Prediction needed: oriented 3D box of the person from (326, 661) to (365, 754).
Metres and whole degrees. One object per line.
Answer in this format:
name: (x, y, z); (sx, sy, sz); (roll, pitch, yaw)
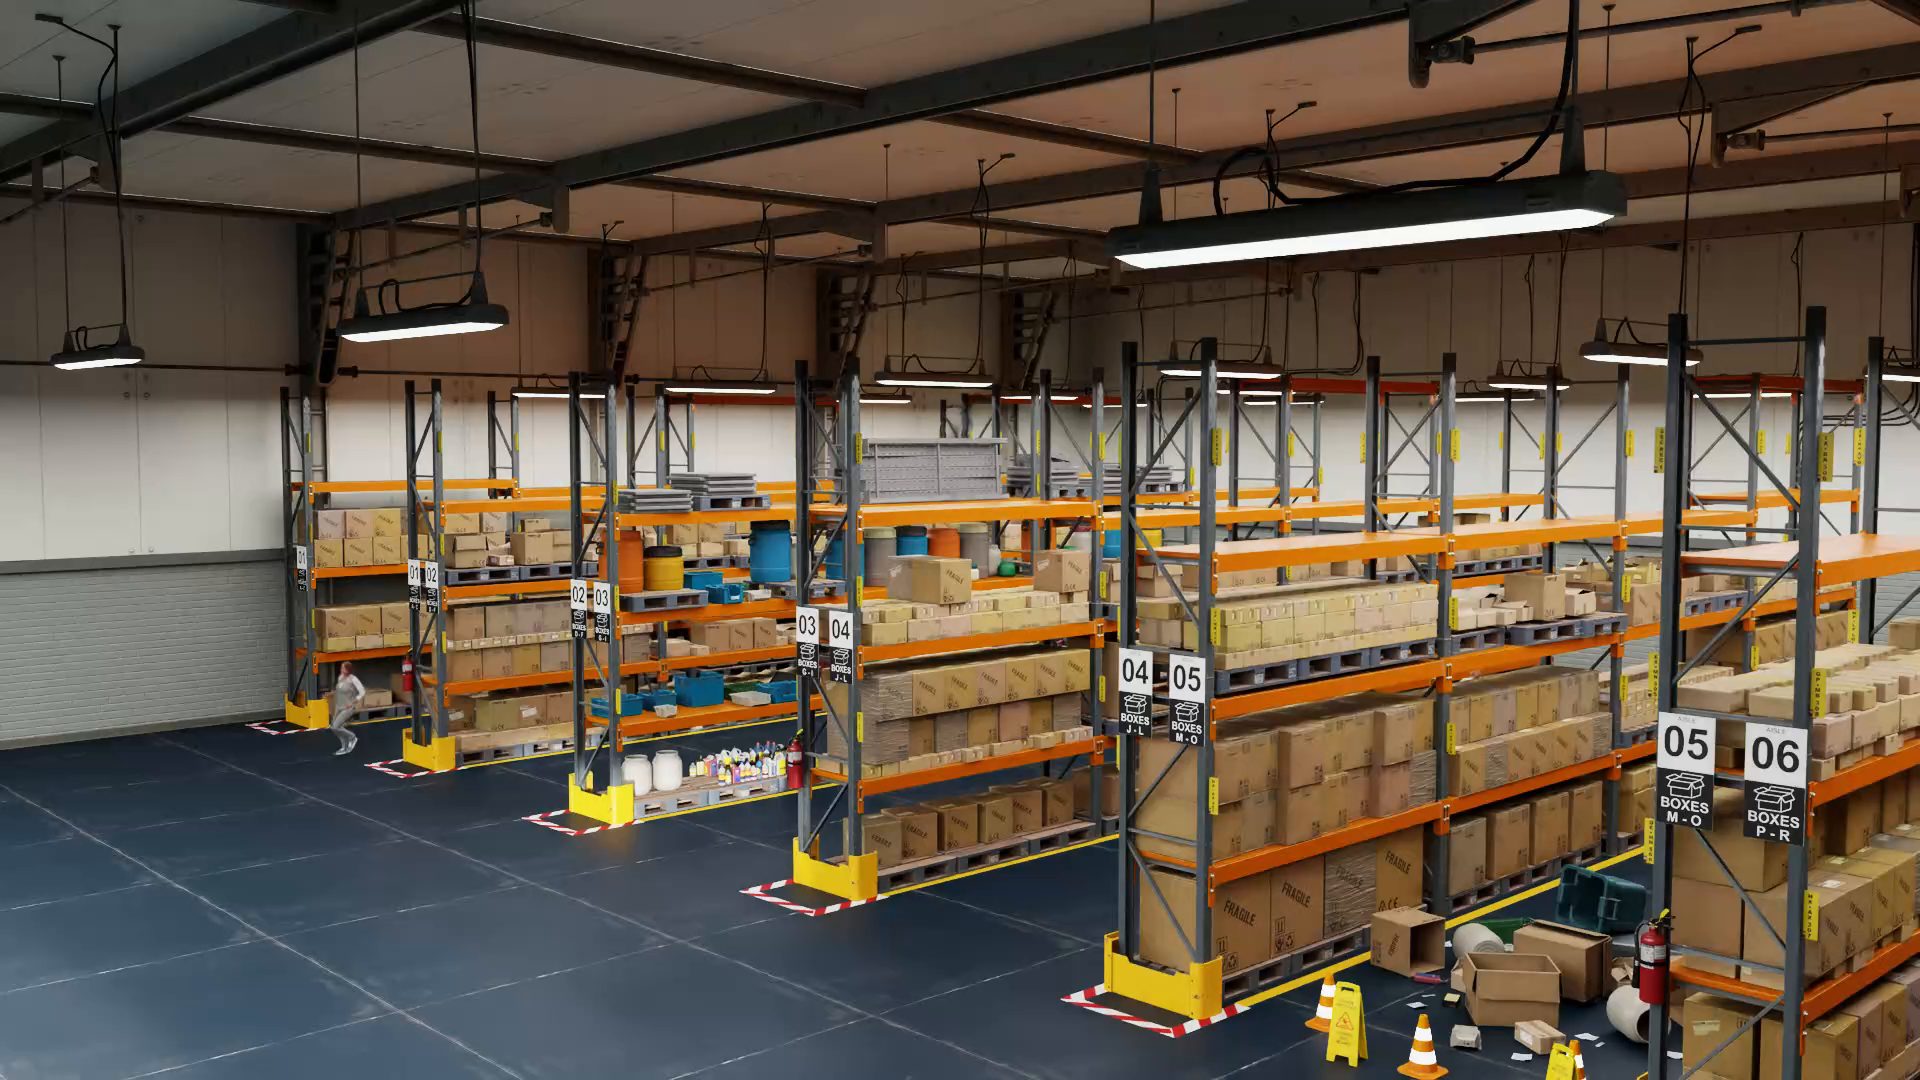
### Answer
person: (-9.862, 2.709, 26.622); (0.542, 1.516, 0.497); (3, 5, 37)

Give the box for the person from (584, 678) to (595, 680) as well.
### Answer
person: (-6.611, 2.424, 29.897); (0.551, 1.625, 0.688); (2, 4, 34)

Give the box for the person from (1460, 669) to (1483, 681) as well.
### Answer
person: (7.754, 2.697, 24.933); (0.698, 1.753, 0.927); (2, 4, 34)
